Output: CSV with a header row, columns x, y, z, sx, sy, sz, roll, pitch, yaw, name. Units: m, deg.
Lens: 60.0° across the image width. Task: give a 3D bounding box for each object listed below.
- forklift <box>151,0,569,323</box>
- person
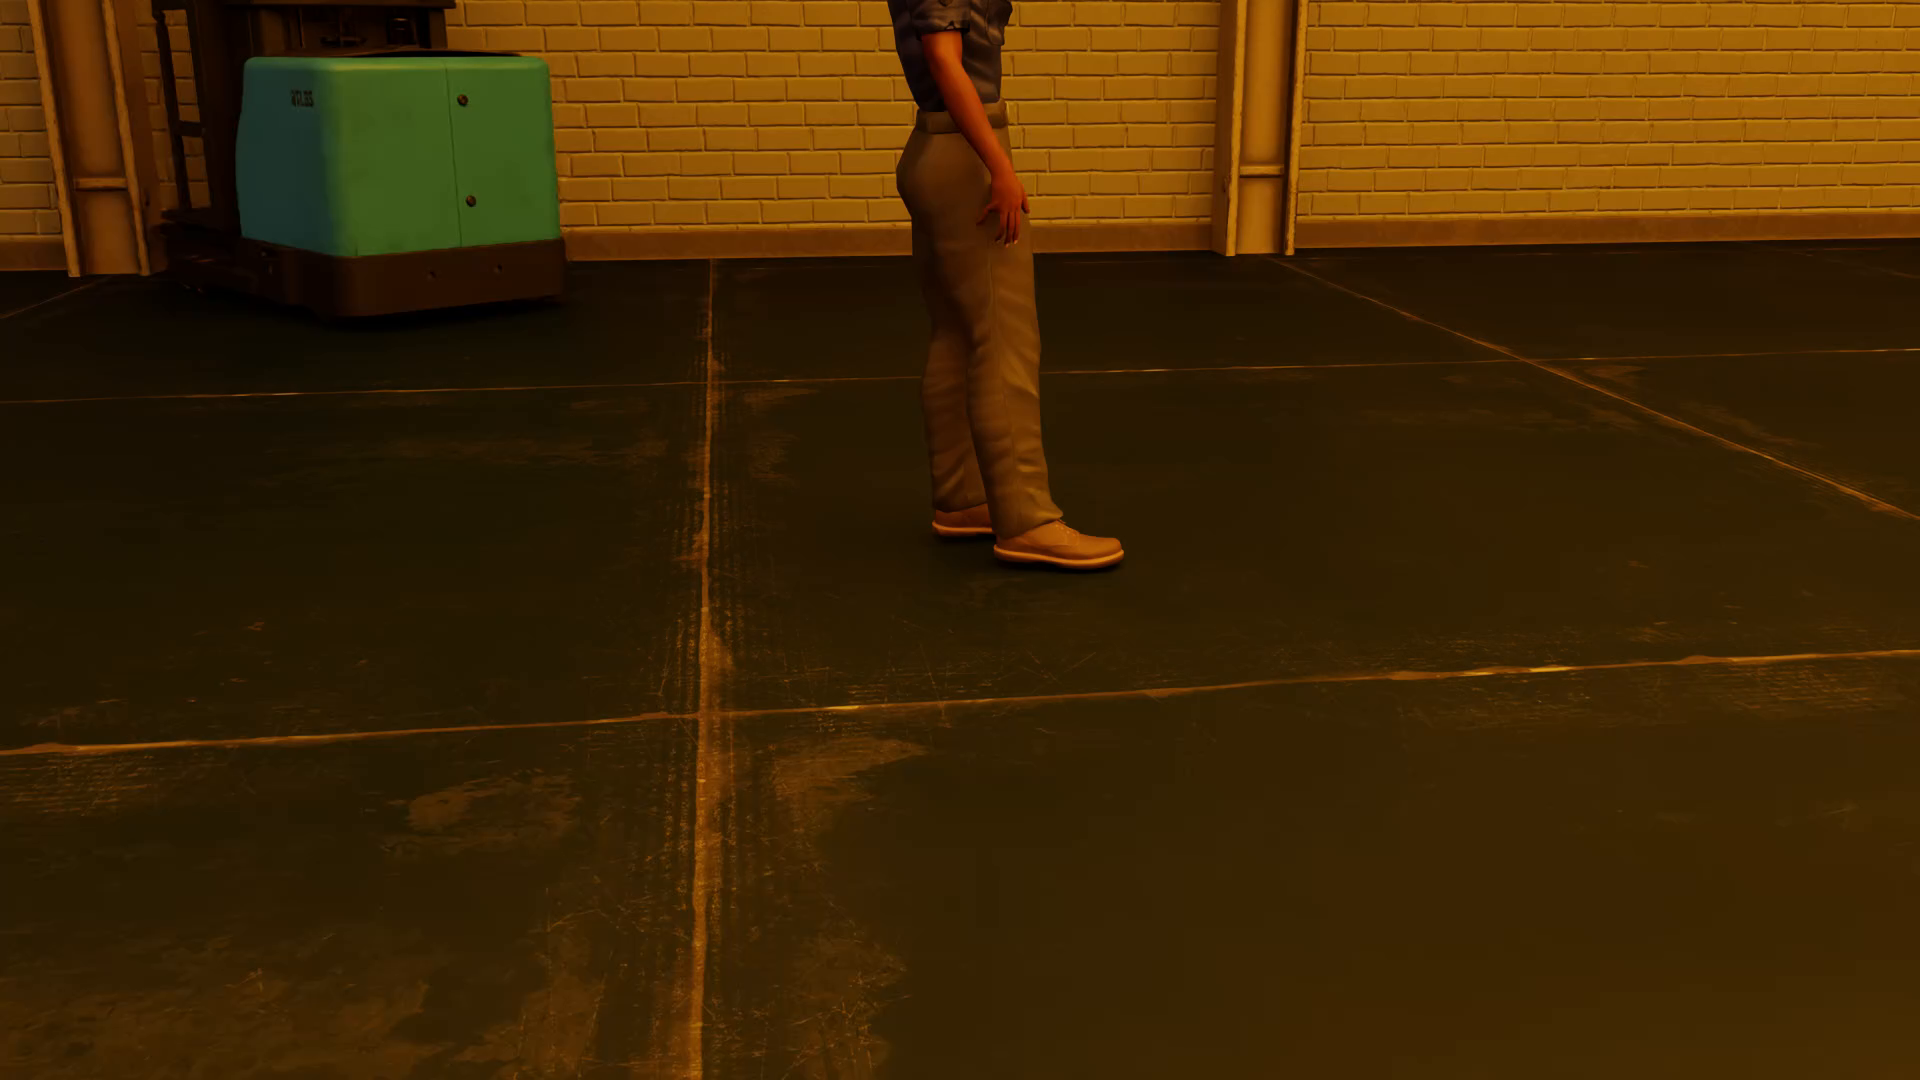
x,y,z,sx,sy,sz,roll,pitch,yaw,name
-3.102,-2.641,7.652,1.130,2.935,3.031,-15,22,-41,forklift
0.089,-0.797,3.718,0.504,1.654,0.569,-2,17,-8,person
